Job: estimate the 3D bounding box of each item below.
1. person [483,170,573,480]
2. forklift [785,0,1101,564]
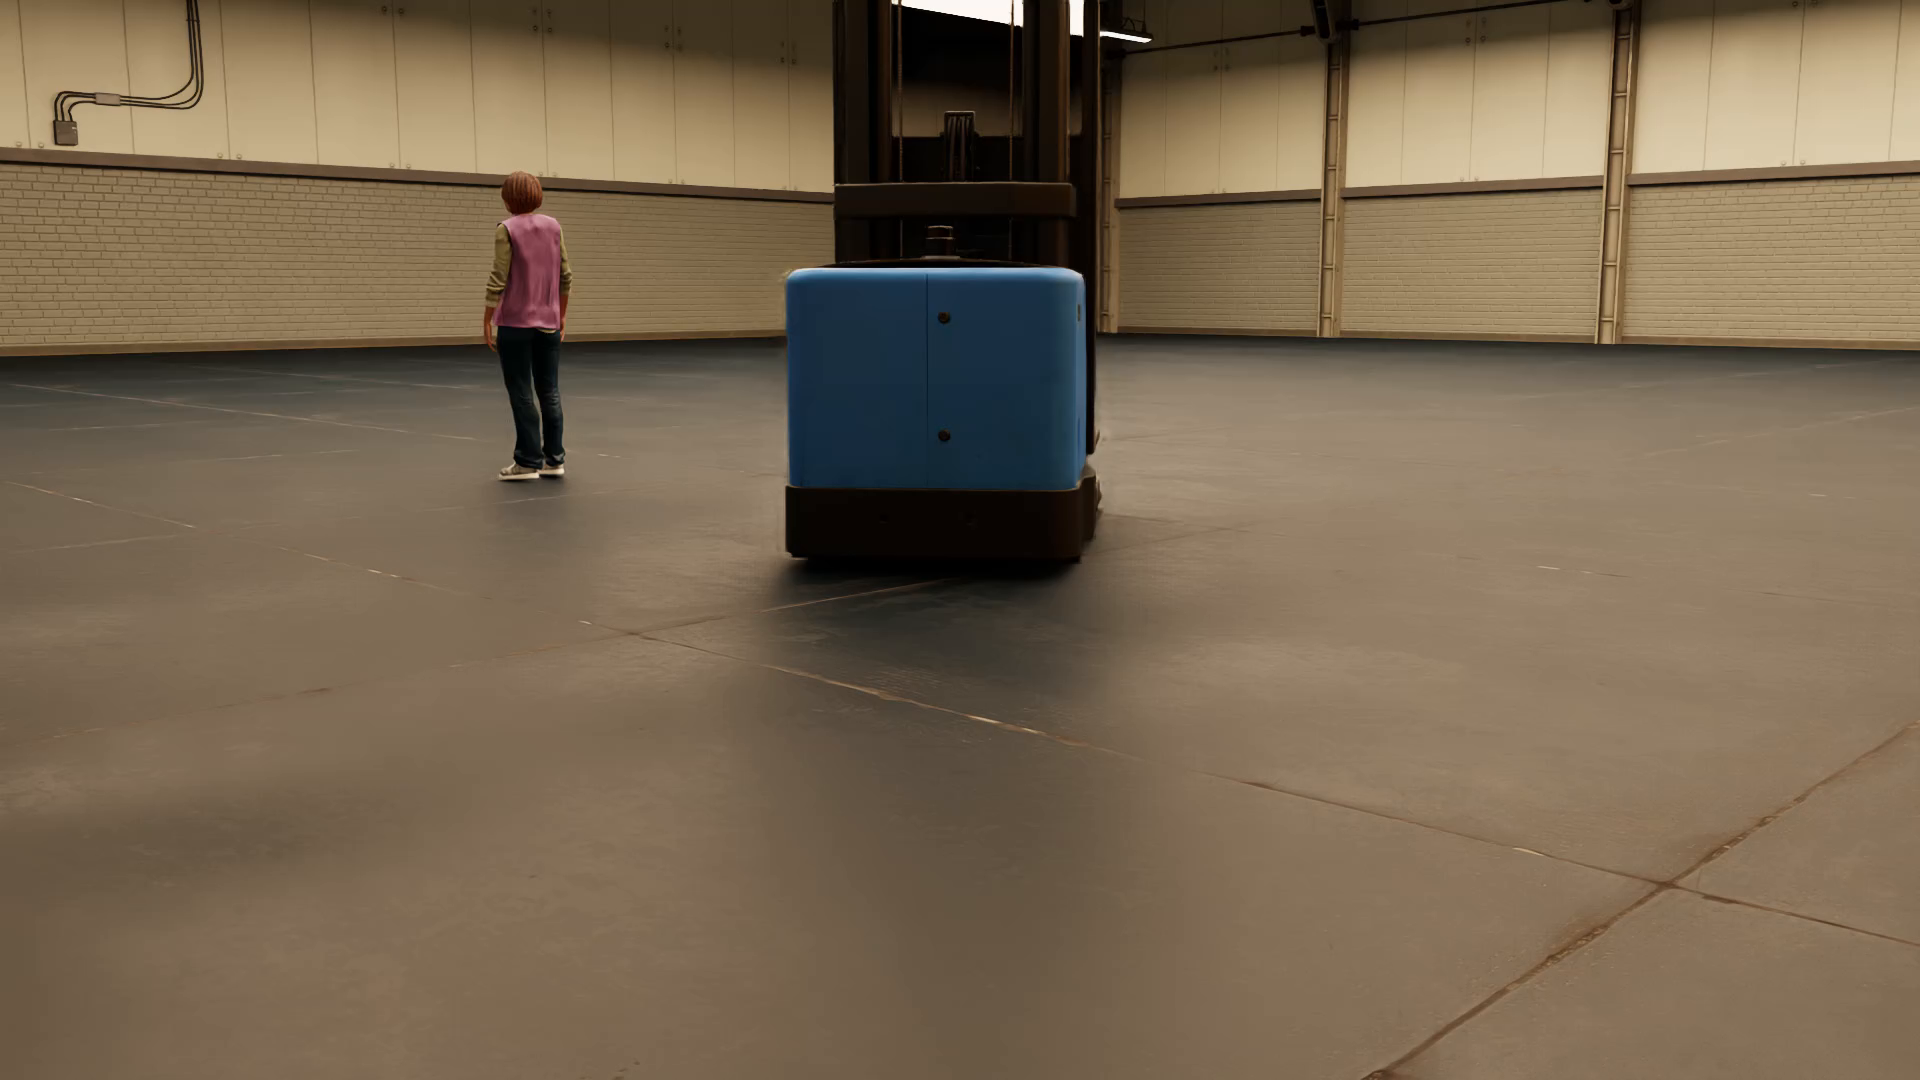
[{"bbox_3d":[-2.296,-1.109,8.710,0.454,1.605,0.504,8,12,44],"label":"person"},{"bbox_3d":[0.050,-1.541,7.111,1.130,2.935,3.031,1,9,6],"label":"forklift"}]
